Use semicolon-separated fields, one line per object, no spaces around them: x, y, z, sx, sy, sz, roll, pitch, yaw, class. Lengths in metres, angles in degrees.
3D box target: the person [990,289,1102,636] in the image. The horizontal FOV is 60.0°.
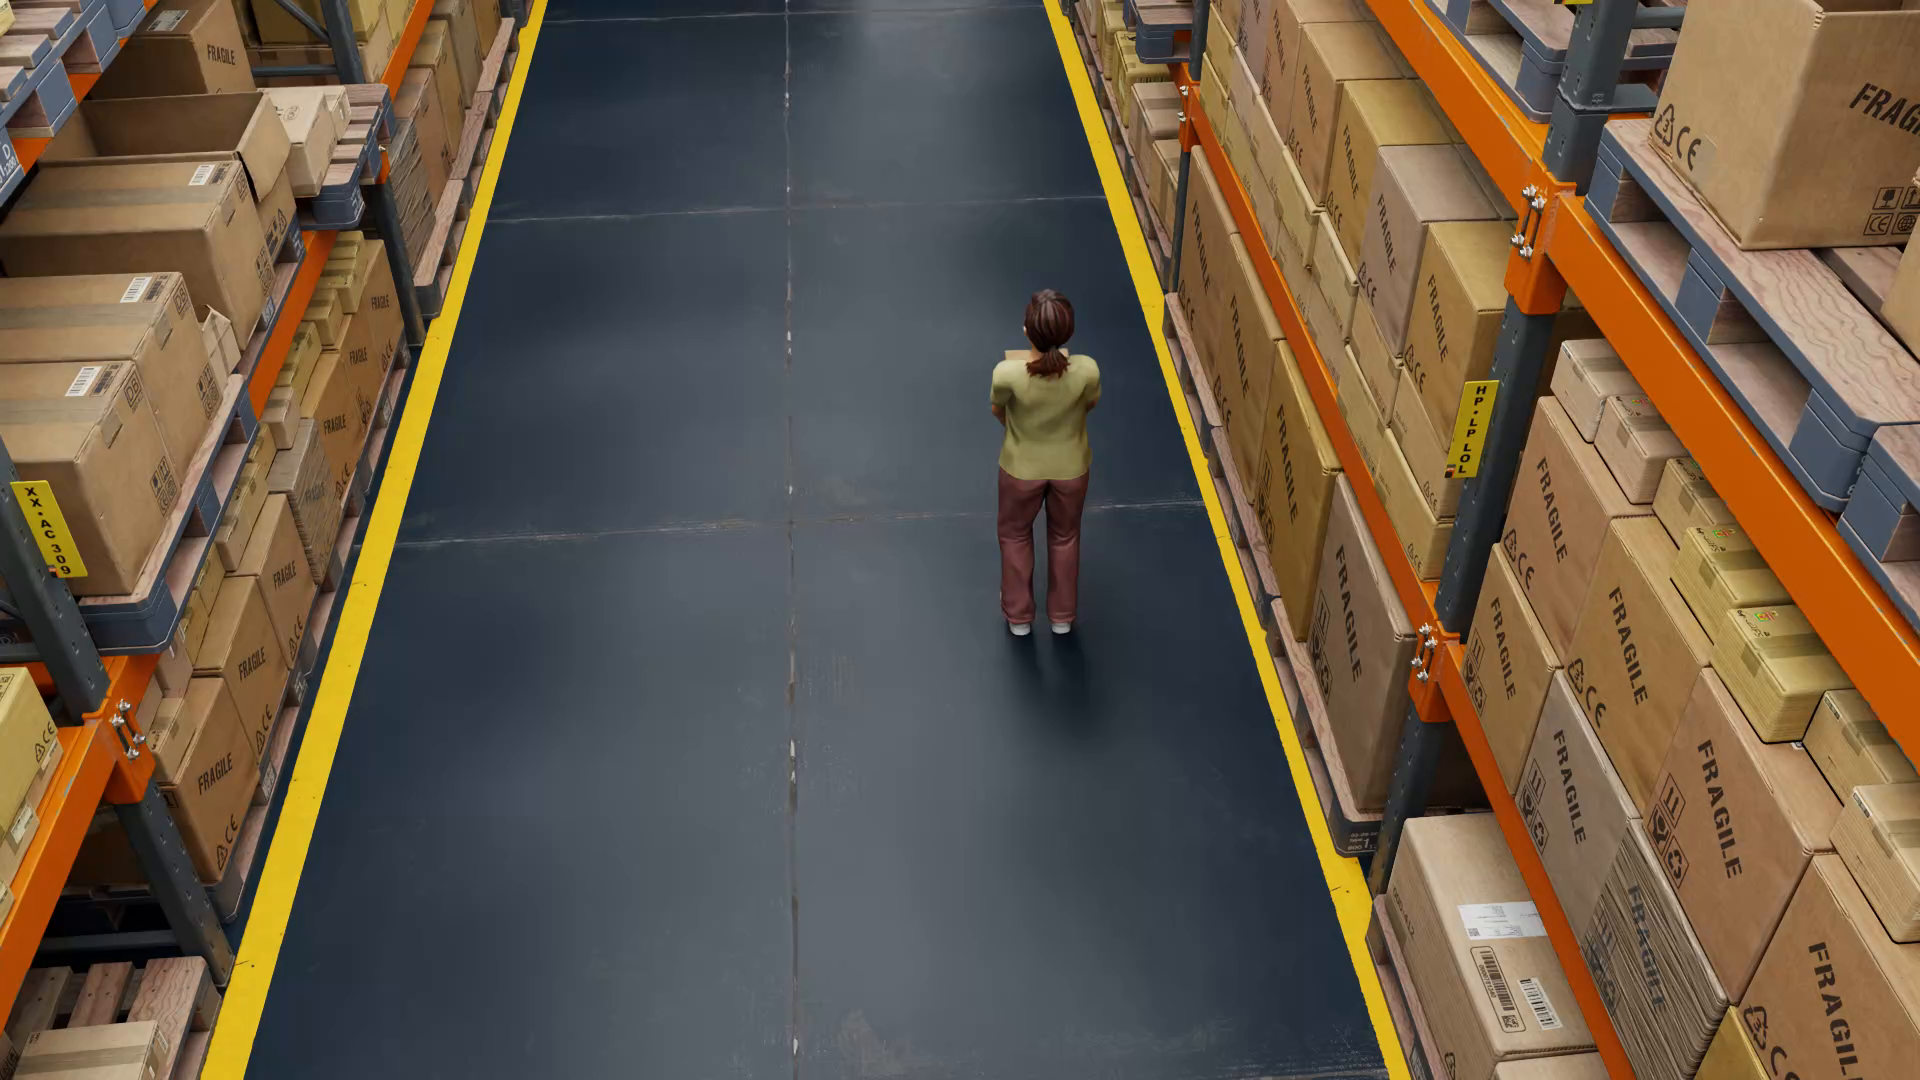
0.320;-0.316;6.552;0.425;1.662;0.561;-3;39;-3;person
